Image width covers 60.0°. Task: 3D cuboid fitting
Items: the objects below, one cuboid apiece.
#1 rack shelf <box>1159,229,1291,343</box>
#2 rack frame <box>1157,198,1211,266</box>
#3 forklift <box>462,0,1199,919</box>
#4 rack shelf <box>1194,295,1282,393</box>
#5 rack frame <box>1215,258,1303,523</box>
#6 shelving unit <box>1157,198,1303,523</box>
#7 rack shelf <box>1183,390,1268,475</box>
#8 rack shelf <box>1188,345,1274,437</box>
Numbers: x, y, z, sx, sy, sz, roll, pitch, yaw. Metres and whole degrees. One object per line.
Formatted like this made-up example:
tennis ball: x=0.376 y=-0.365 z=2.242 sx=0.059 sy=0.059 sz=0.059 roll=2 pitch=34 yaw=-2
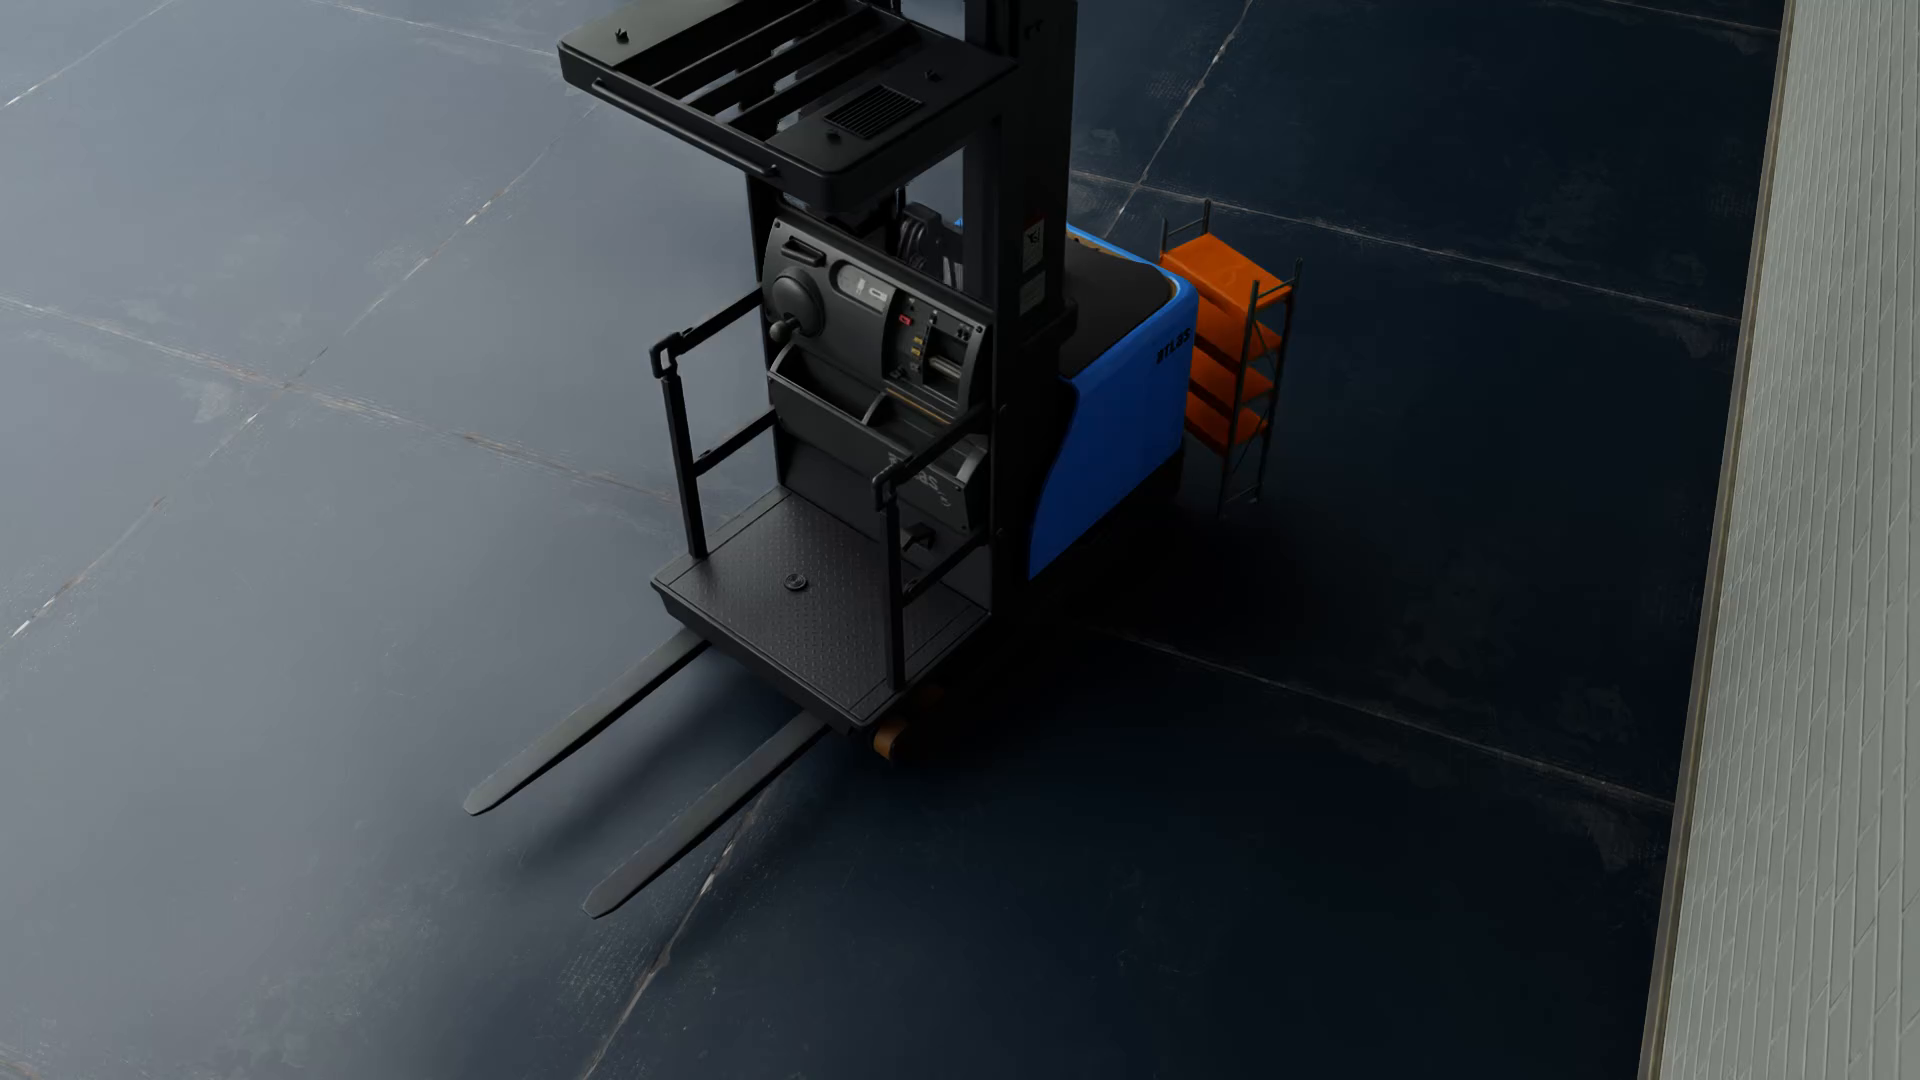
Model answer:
rack shelf: x=1.007 y=-0.969 z=6.315 sx=0.258 sy=0.148 sz=0.480 roll=-28 pitch=51 yaw=-25
rack frame: x=0.859 y=-0.827 z=6.729 sx=0.240 sy=1.200 sz=0.015 roll=-28 pitch=51 yaw=-25
forklift: x=-0.427 y=-0.654 z=5.329 sx=1.130 sy=2.935 sz=3.031 roll=31 pitch=53 yaw=27
rack shelf: x=1.006 y=-0.800 z=6.481 sx=0.258 sy=0.148 sz=0.480 roll=-28 pitch=51 yaw=-25
rack frame: x=1.152 y=-0.552 z=6.453 sx=0.240 sy=1.200 sz=0.015 roll=-28 pitch=51 yaw=-25
shelving unit: x=1.005 y=-0.689 z=6.591 sx=0.258 sy=1.200 sz=0.503 roll=-28 pitch=51 yaw=-25
rack shelf: x=1.004 y=-0.500 z=6.778 sx=0.258 sy=0.148 sz=0.480 roll=-28 pitch=51 yaw=-25
rack shelf: x=1.005 y=-0.641 z=6.638 sx=0.258 sy=0.148 sz=0.480 roll=-28 pitch=51 yaw=-25
